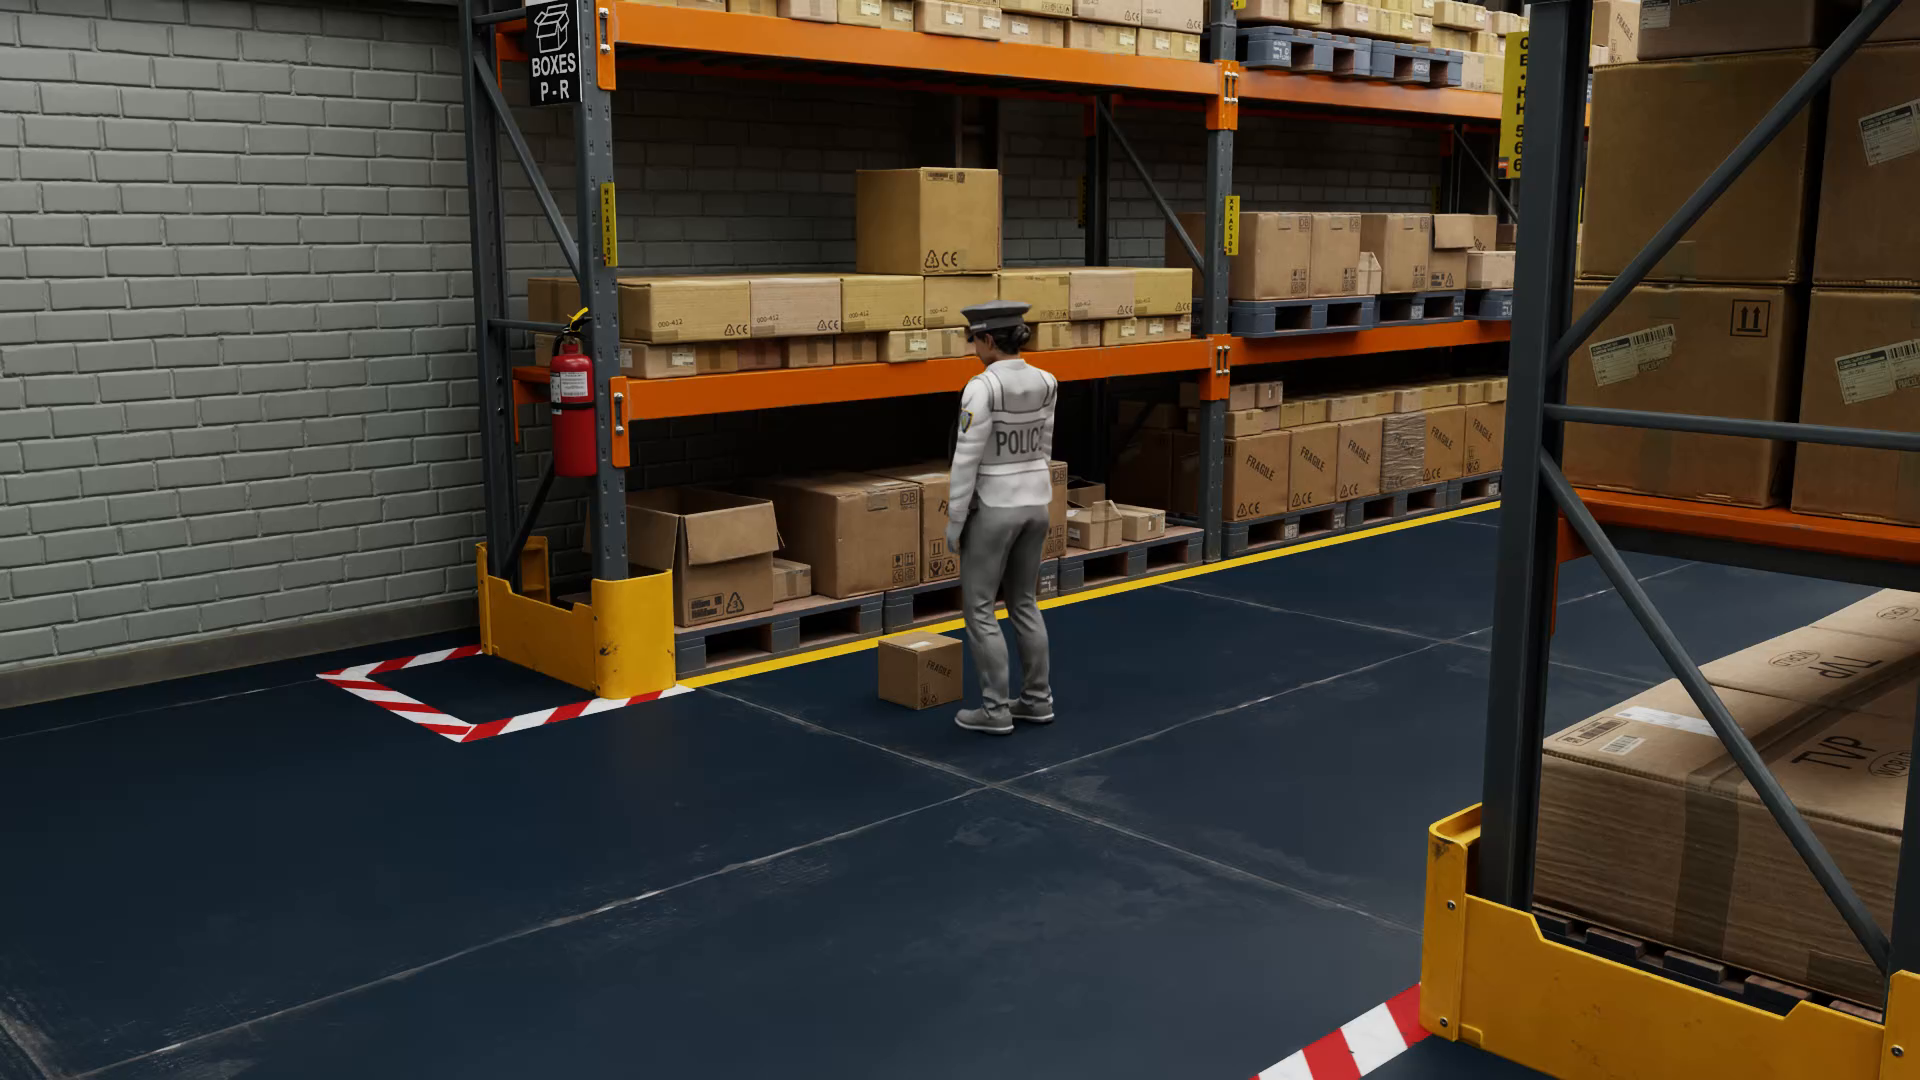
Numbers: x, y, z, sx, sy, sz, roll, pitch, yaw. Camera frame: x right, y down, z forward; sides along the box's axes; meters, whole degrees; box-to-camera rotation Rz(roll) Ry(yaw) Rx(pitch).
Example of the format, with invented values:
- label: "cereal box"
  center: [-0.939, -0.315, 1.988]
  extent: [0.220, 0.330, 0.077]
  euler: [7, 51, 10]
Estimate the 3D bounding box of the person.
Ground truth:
- label: "person"
  center: [0.153, -0.083, 6.390]
  extent: [0.473, 1.662, 0.327]
  euler: [-10, 14, -42]
